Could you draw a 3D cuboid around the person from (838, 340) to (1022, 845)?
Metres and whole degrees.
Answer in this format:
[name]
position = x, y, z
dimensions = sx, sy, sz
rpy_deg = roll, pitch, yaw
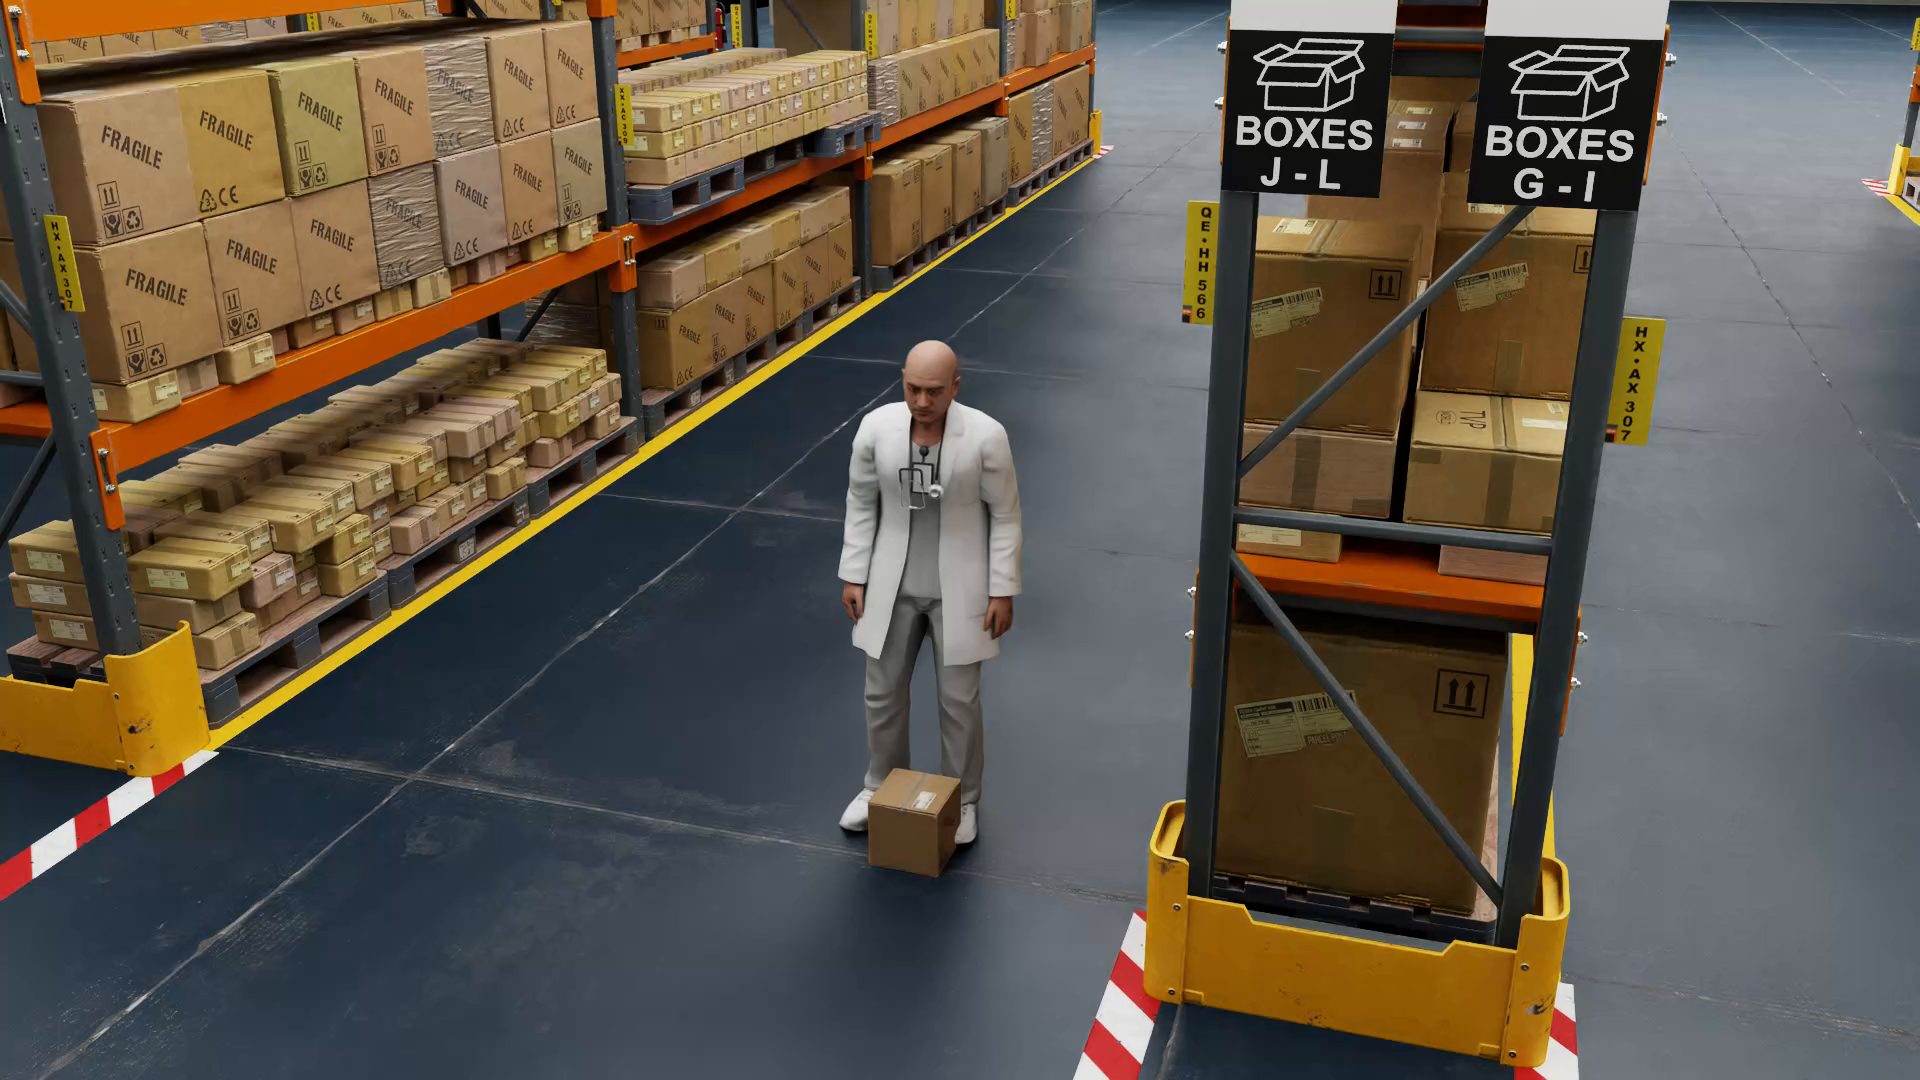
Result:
[person]
position = -0.107, 0.172, 5.678
dimensions = 0.642, 1.772, 0.431
rpy_deg = 5, 22, 12
